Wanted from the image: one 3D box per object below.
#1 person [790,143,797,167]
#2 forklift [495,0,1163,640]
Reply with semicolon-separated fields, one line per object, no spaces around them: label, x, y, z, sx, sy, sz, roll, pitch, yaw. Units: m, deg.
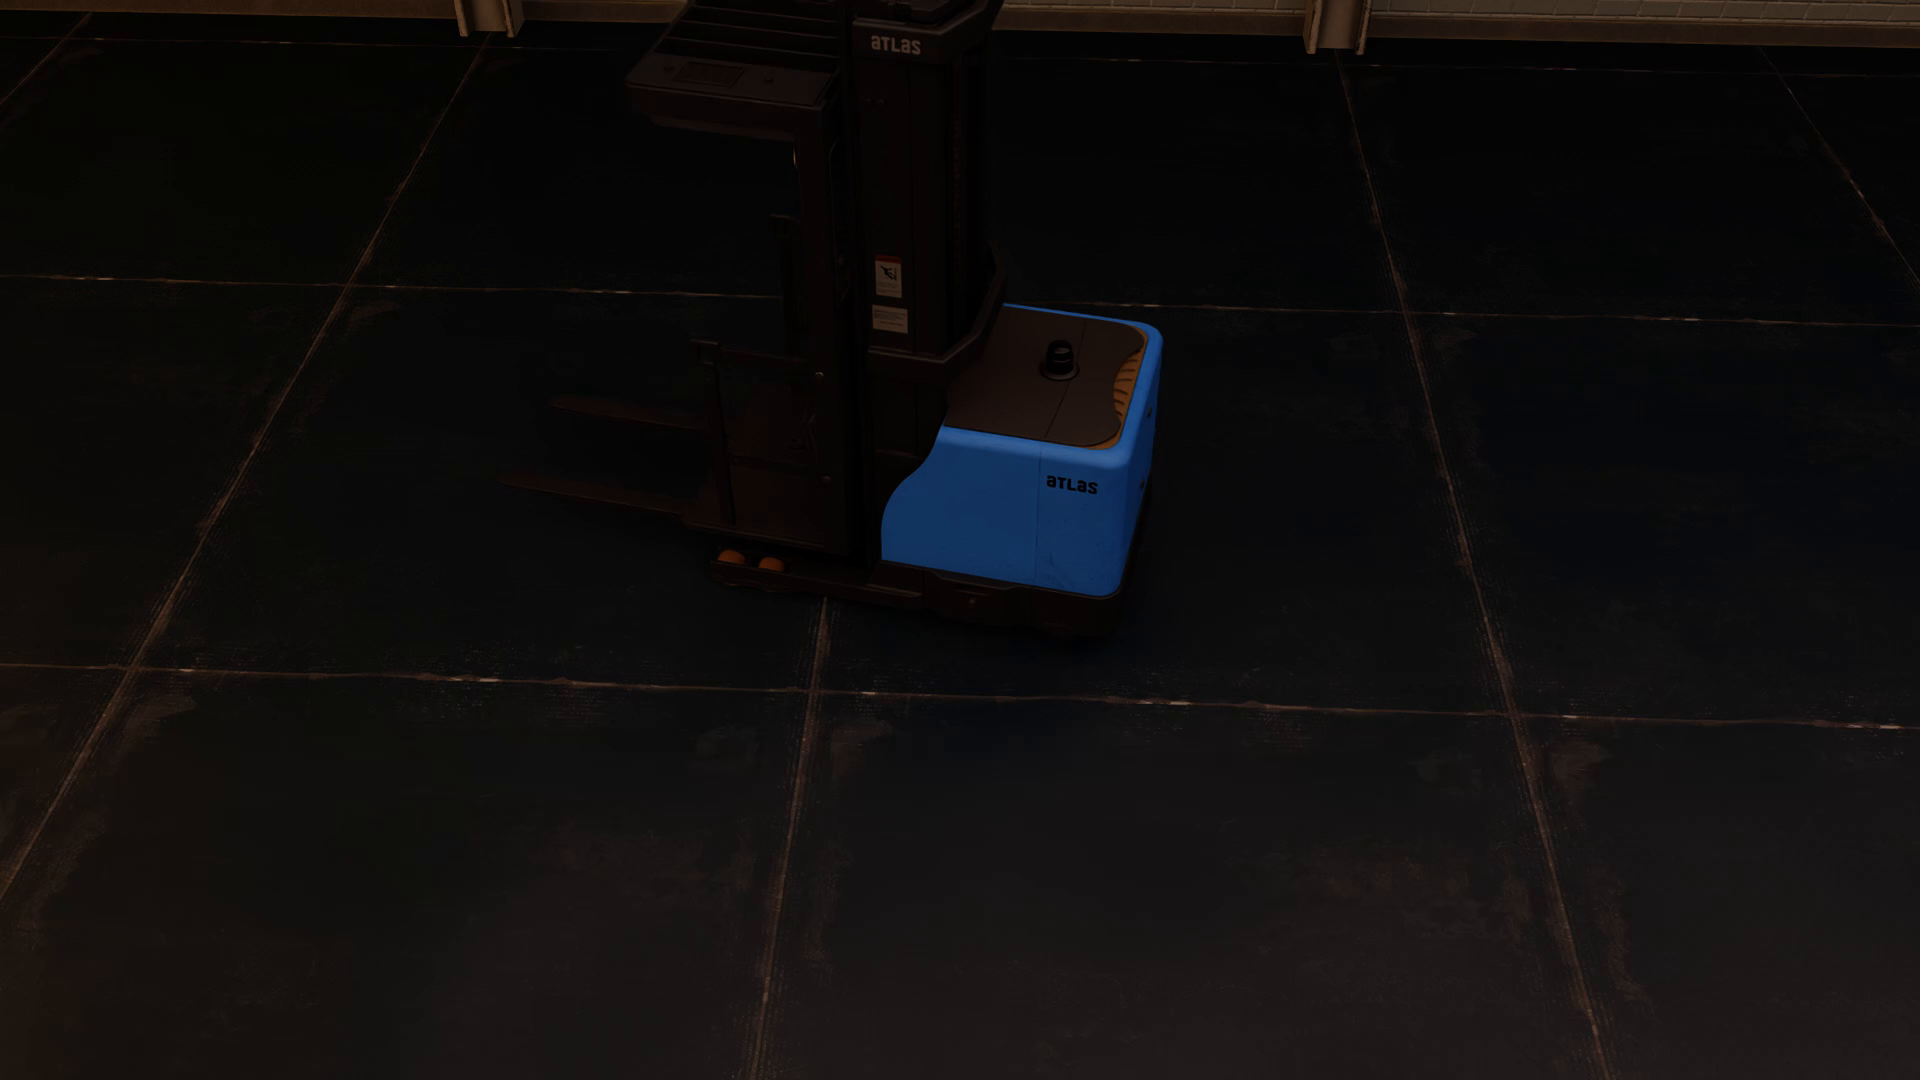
person;-0.840;-2.870;9.941;0.744;1.521;0.449;-4;43;-4
forklift;-0.662;-1.174;7.028;3.031;2.935;1.130;10;43;10
